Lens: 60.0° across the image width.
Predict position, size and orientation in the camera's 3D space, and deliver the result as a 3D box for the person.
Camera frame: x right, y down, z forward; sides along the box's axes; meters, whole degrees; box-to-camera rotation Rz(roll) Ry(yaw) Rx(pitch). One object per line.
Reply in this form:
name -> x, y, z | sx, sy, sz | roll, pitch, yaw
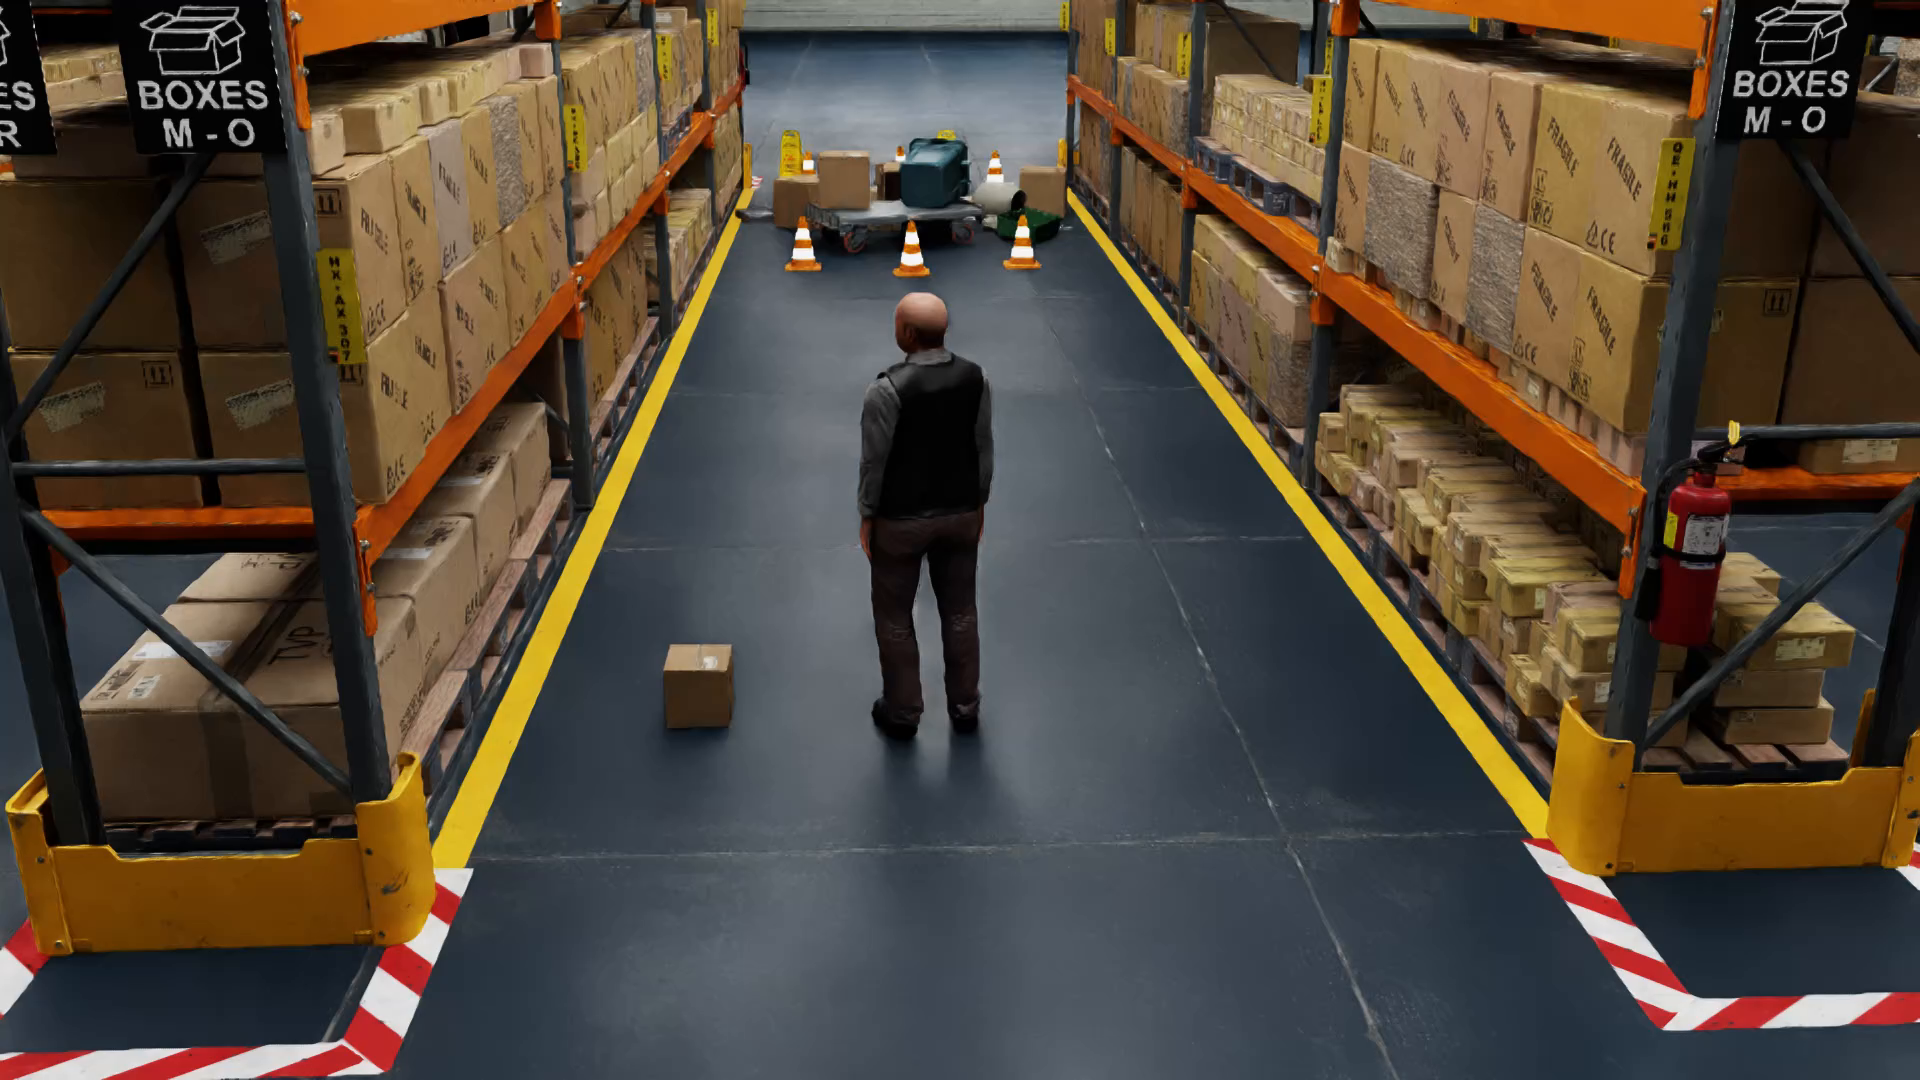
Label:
person -> -0.133, -0.089, 6.297 | 0.543, 1.724, 0.375 | -10, 22, -25
